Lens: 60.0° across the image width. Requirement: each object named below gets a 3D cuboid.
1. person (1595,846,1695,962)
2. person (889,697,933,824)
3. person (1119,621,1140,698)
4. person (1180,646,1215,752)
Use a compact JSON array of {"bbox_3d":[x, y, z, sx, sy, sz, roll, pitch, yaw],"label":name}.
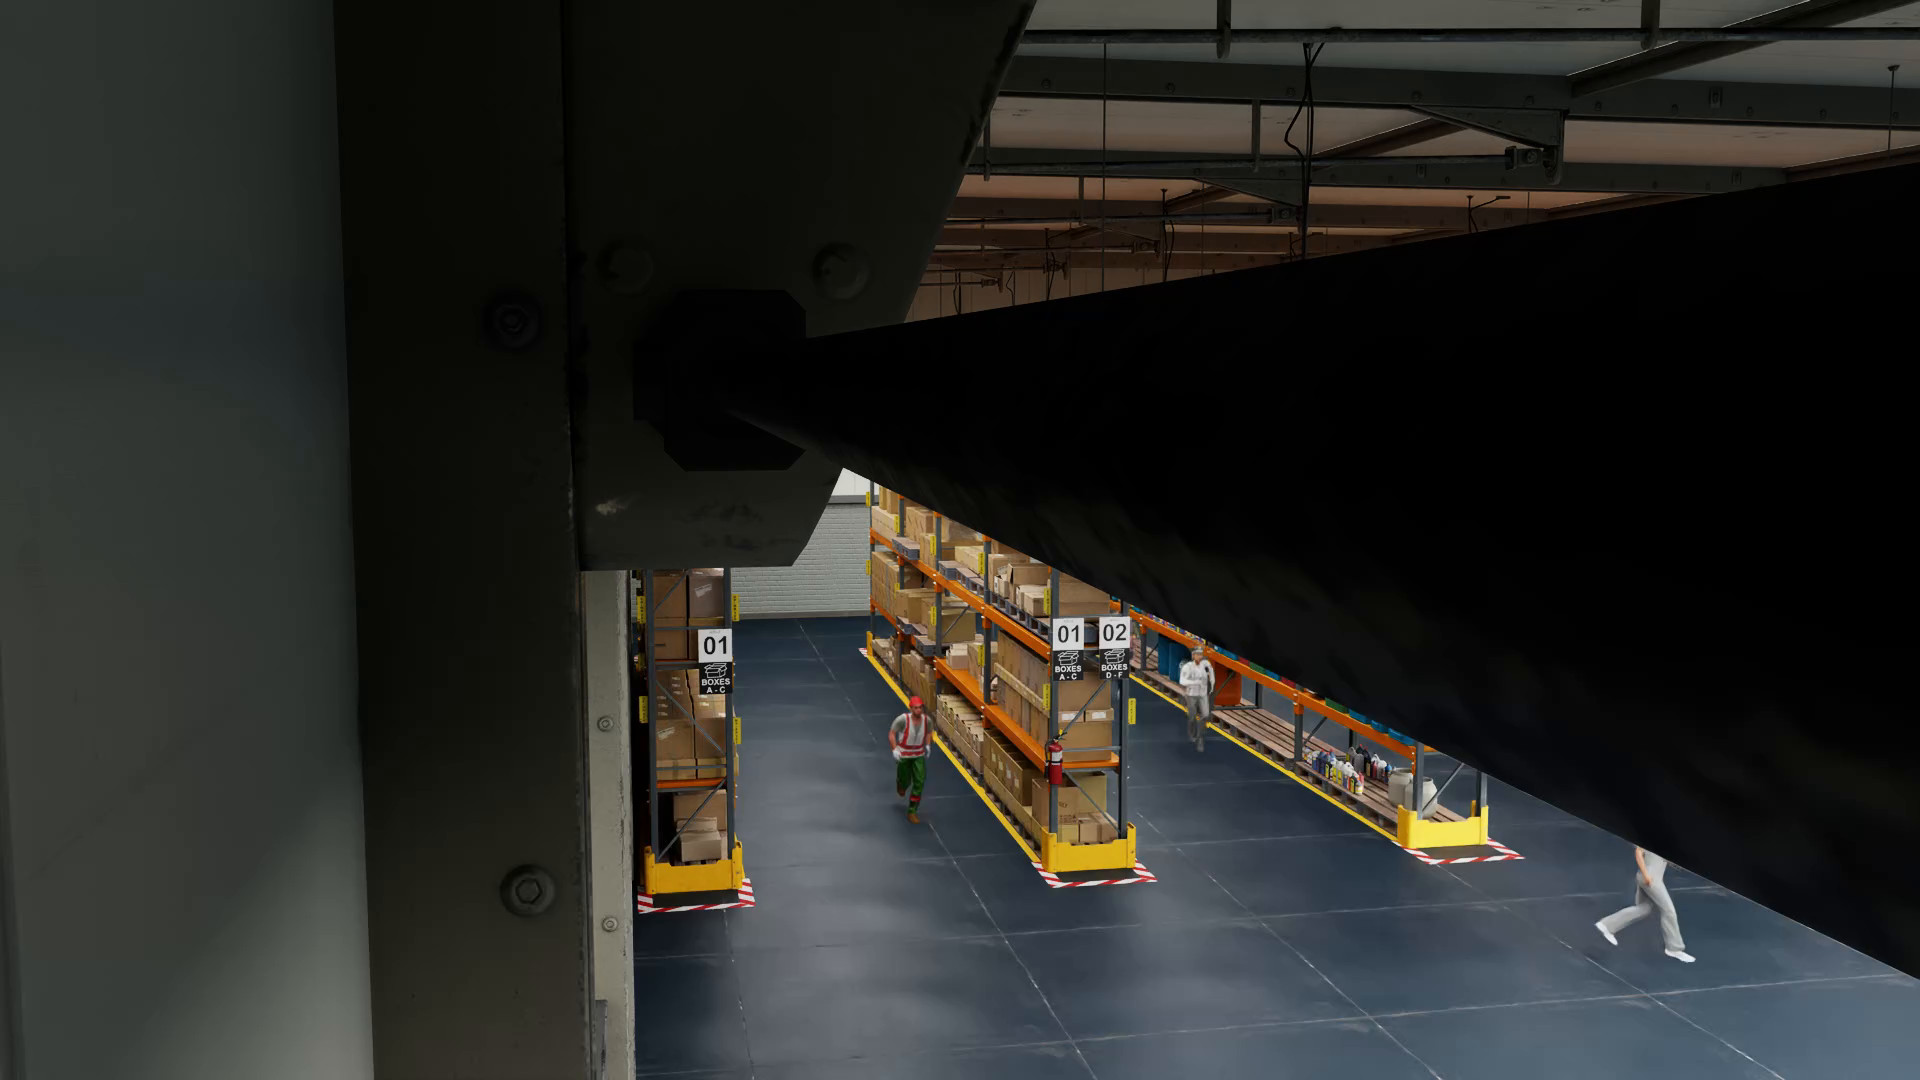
[{"bbox_3d":[7.340,3.655,17.747,1.008,1.664,0.587,2,6,19],"label":"person"},{"bbox_3d":[-0.695,3.041,23.411,0.662,1.761,0.896,-2,6,-18],"label":"person"},{"bbox_3d":[3.038,2.091,30.526,0.508,1.689,0.694,0,6,-3],"label":"person"},{"bbox_3d":[3.818,2.520,26.744,0.639,1.710,0.803,-1,6,-8],"label":"person"}]
